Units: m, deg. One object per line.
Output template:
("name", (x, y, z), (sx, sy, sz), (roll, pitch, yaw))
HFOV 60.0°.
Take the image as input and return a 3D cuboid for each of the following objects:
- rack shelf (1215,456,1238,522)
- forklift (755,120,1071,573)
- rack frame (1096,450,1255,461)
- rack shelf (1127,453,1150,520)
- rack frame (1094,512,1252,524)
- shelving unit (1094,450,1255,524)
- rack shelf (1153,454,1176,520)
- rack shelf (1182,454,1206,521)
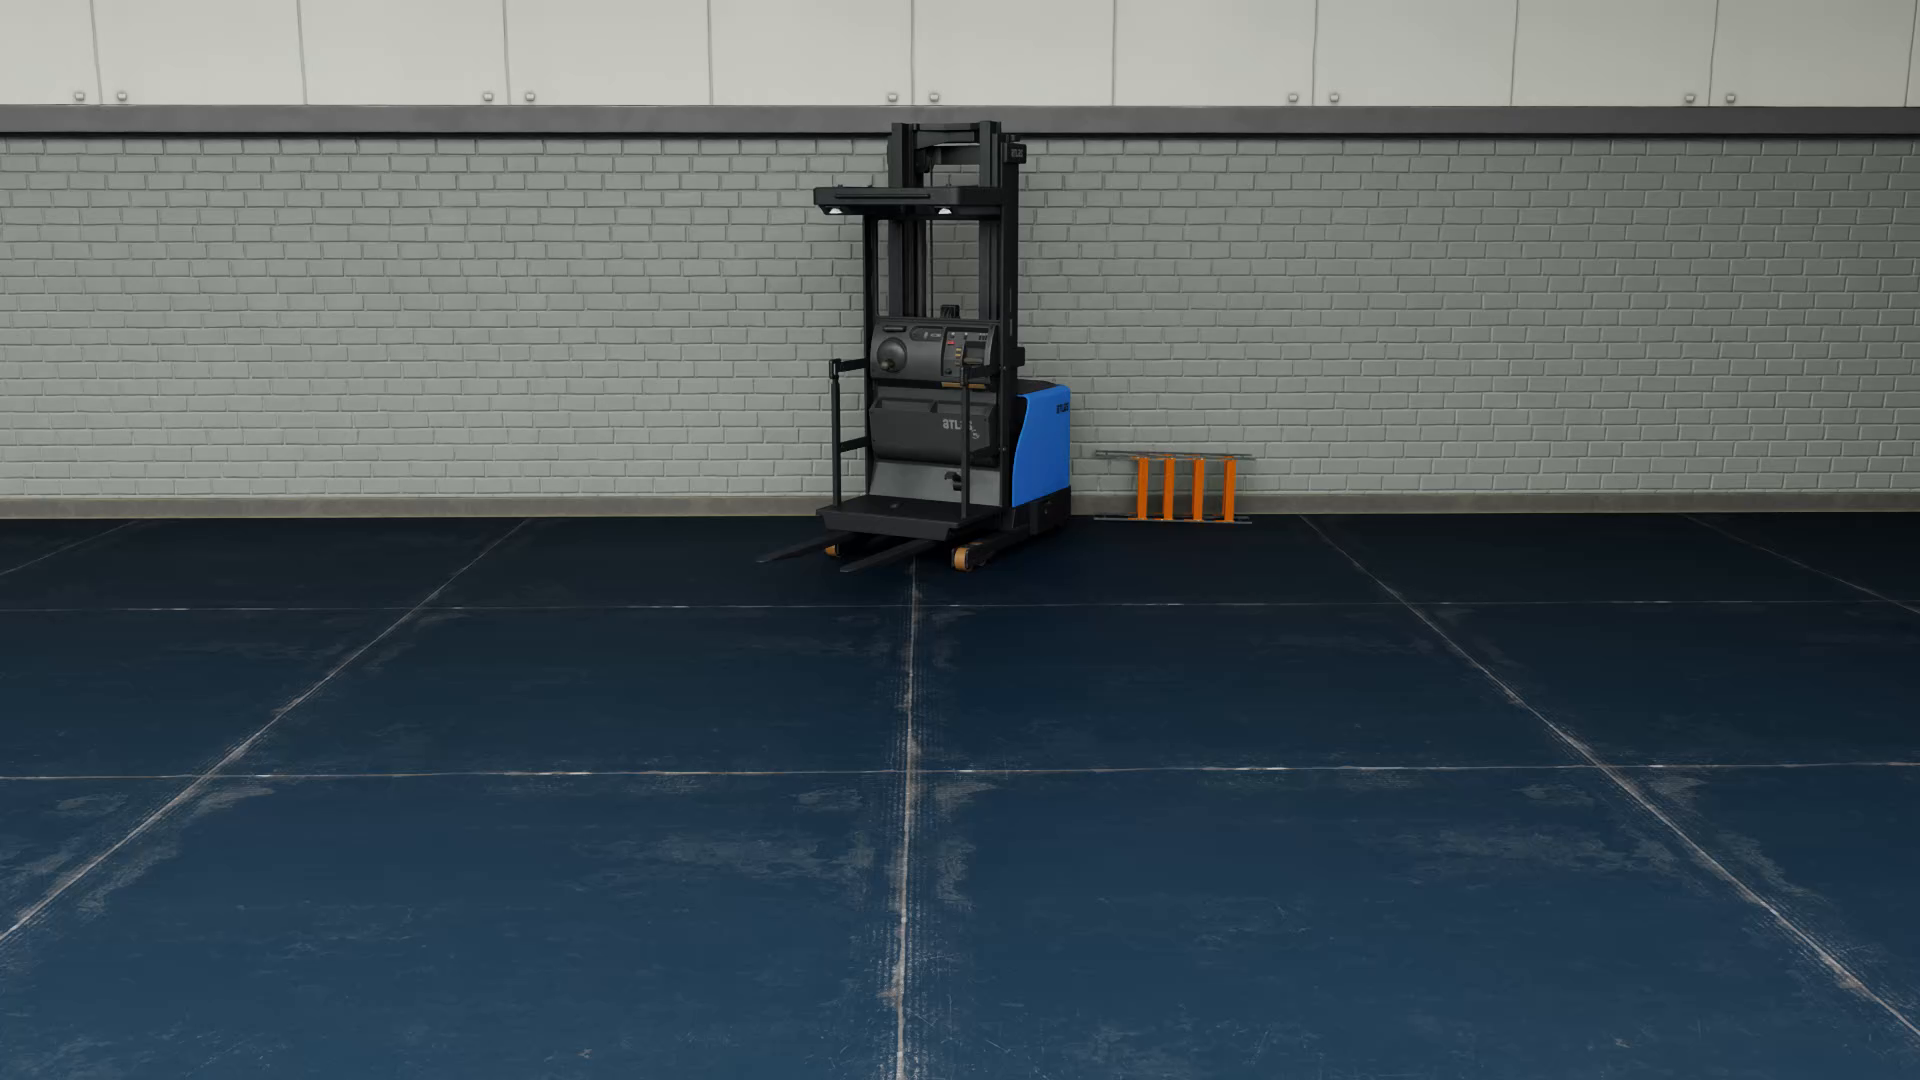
("rack shelf", (2.027, -0.397, 12.733), (0.148, 0.480, 0.258), (2, 12, 4))
("forklift", (-0.285, -1.326, 11.222), (1.130, 2.935, 3.031), (6, 13, 26))
("rack frame", (1.639, -0.647, 12.709), (1.200, 0.015, 0.240), (2, 12, 4))
("rack shelf", (1.370, -0.416, 12.775), (0.148, 0.480, 0.258), (2, 12, 4))
("rack frame", (1.632, -0.169, 12.807), (1.200, 0.015, 0.240), (2, 12, 4))
("shelving unit", (1.635, -0.408, 12.758), (1.200, 0.503, 0.258), (2, 12, 4))
("rack shelf", (1.568, -0.410, 12.762), (0.148, 0.480, 0.258), (2, 12, 4))
("rack shelf", (1.791, -0.404, 12.748), (0.148, 0.480, 0.258), (2, 12, 4))
